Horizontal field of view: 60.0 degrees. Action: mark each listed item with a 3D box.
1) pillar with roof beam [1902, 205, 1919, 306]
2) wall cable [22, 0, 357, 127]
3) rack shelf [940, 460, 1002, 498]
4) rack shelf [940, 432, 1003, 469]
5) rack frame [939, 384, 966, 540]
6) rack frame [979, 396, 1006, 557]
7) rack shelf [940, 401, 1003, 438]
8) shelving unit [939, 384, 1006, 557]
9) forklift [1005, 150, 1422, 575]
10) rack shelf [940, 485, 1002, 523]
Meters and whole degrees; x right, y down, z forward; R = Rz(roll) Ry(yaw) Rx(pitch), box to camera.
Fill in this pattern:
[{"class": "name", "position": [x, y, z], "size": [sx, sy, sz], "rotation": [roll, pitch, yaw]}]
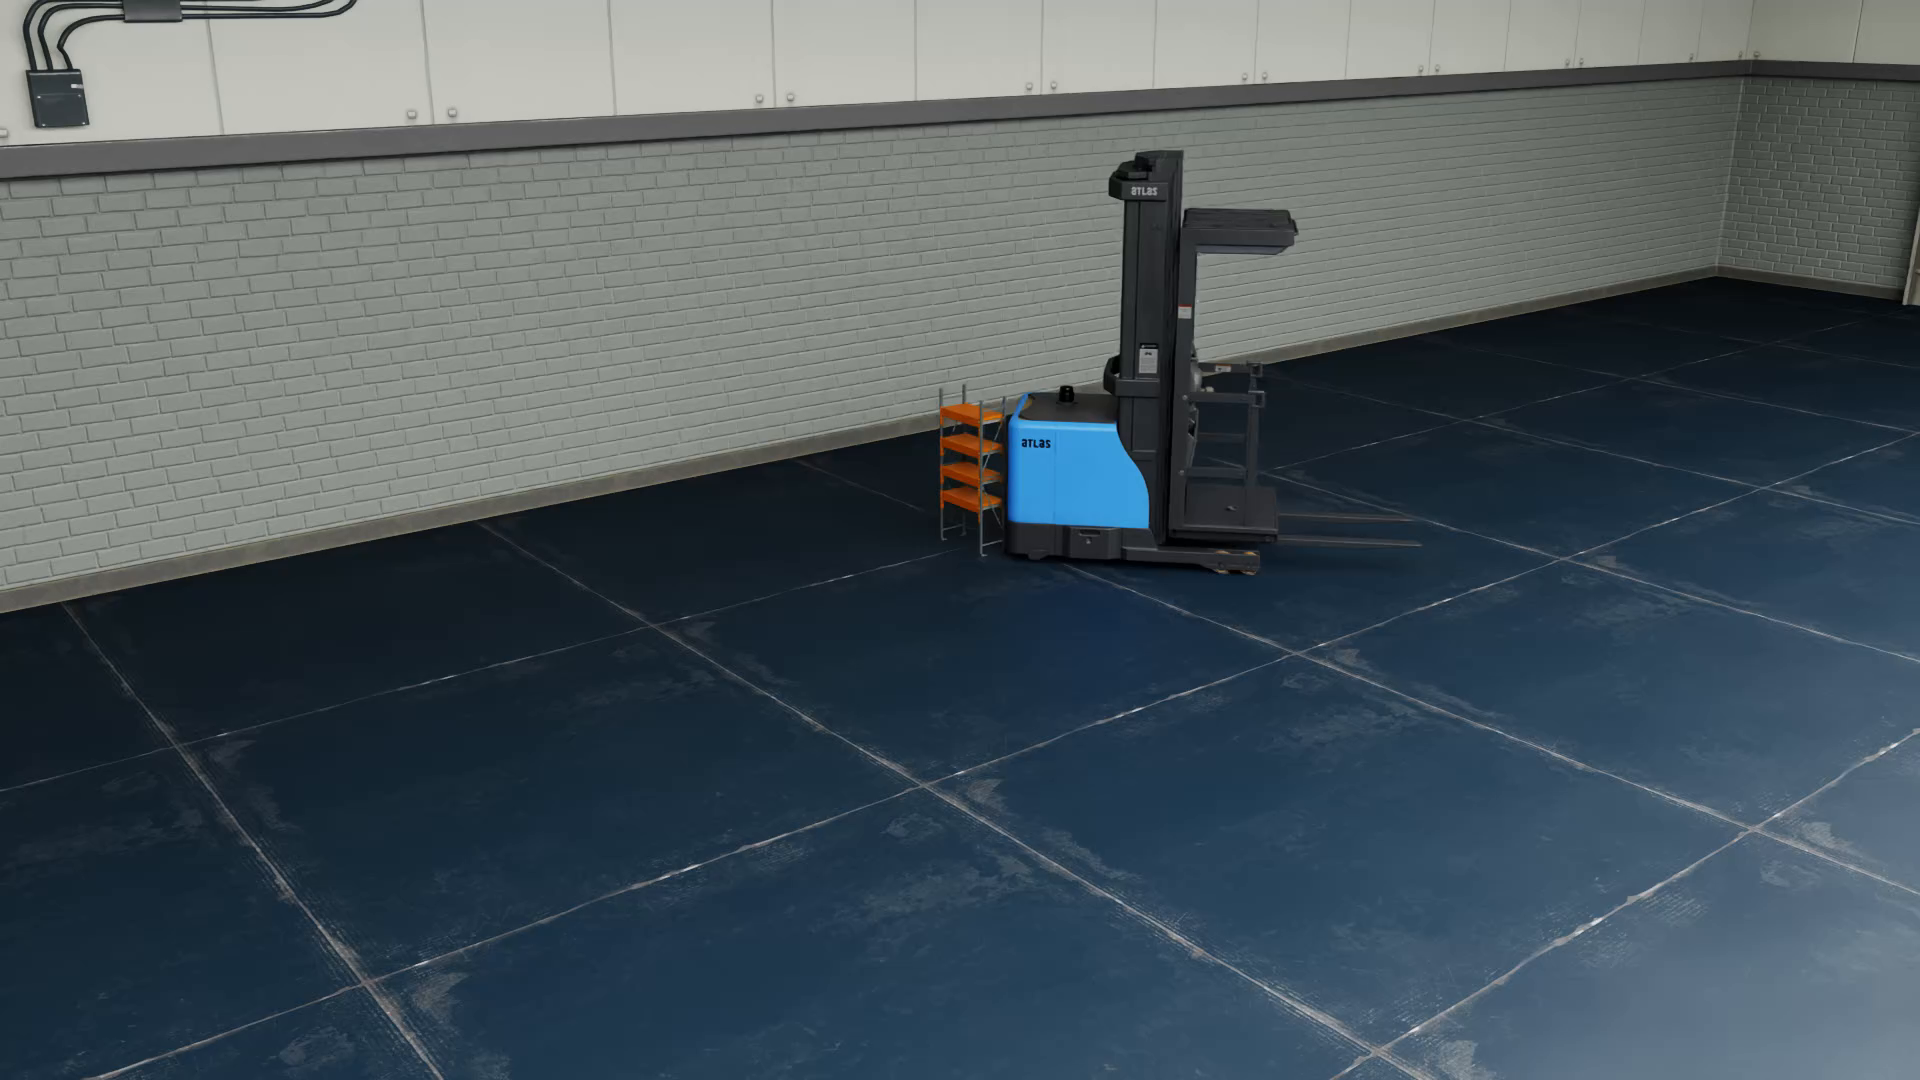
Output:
[{"class": "pillar with roof beam", "position": [9.604, -6.600, 18.479], "size": [9.100, 9.000, 0.400], "rotation": [-14, 23, -36]}, {"class": "wall cable", "position": [-5.055, -5.740, 10.471], "size": [2.305, 6.003, 0.169], "rotation": [-14, 23, -36]}, {"class": "rack shelf", "position": [0.094, -0.466, 12.574], "size": [0.258, 0.148, 0.480], "rotation": [-14, 23, -35]}, {"class": "rack shelf", "position": [0.094, -0.678, 12.503], "size": [0.258, 0.148, 0.480], "rotation": [-14, 23, -35]}, {"class": "rack frame", "position": [-0.055, -0.590, 12.736], "size": [0.240, 1.200, 0.015], "rotation": [-14, 23, -35]}, {"class": "rack frame", "position": [0.243, -0.469, 12.369], "size": [0.240, 1.200, 0.015], "rotation": [-14, 23, -35]}, {"class": "rack shelf", "position": [0.094, -0.903, 12.429], "size": [0.258, 0.148, 0.480], "rotation": [-14, 23, -35]}, {"class": "shelving unit", "position": [0.094, -0.530, 12.553], "size": [0.258, 1.200, 0.503], "rotation": [-14, 23, -35]}, {"class": "forklift", "position": [1.899, -1.316, 12.176], "size": [3.031, 2.935, 1.130], "rotation": [3, 19, 8]}, {"class": "rack shelf", "position": [0.094, -0.277, 12.636], "size": [0.258, 0.148, 0.480], "rotation": [-14, 23, -35]}]
